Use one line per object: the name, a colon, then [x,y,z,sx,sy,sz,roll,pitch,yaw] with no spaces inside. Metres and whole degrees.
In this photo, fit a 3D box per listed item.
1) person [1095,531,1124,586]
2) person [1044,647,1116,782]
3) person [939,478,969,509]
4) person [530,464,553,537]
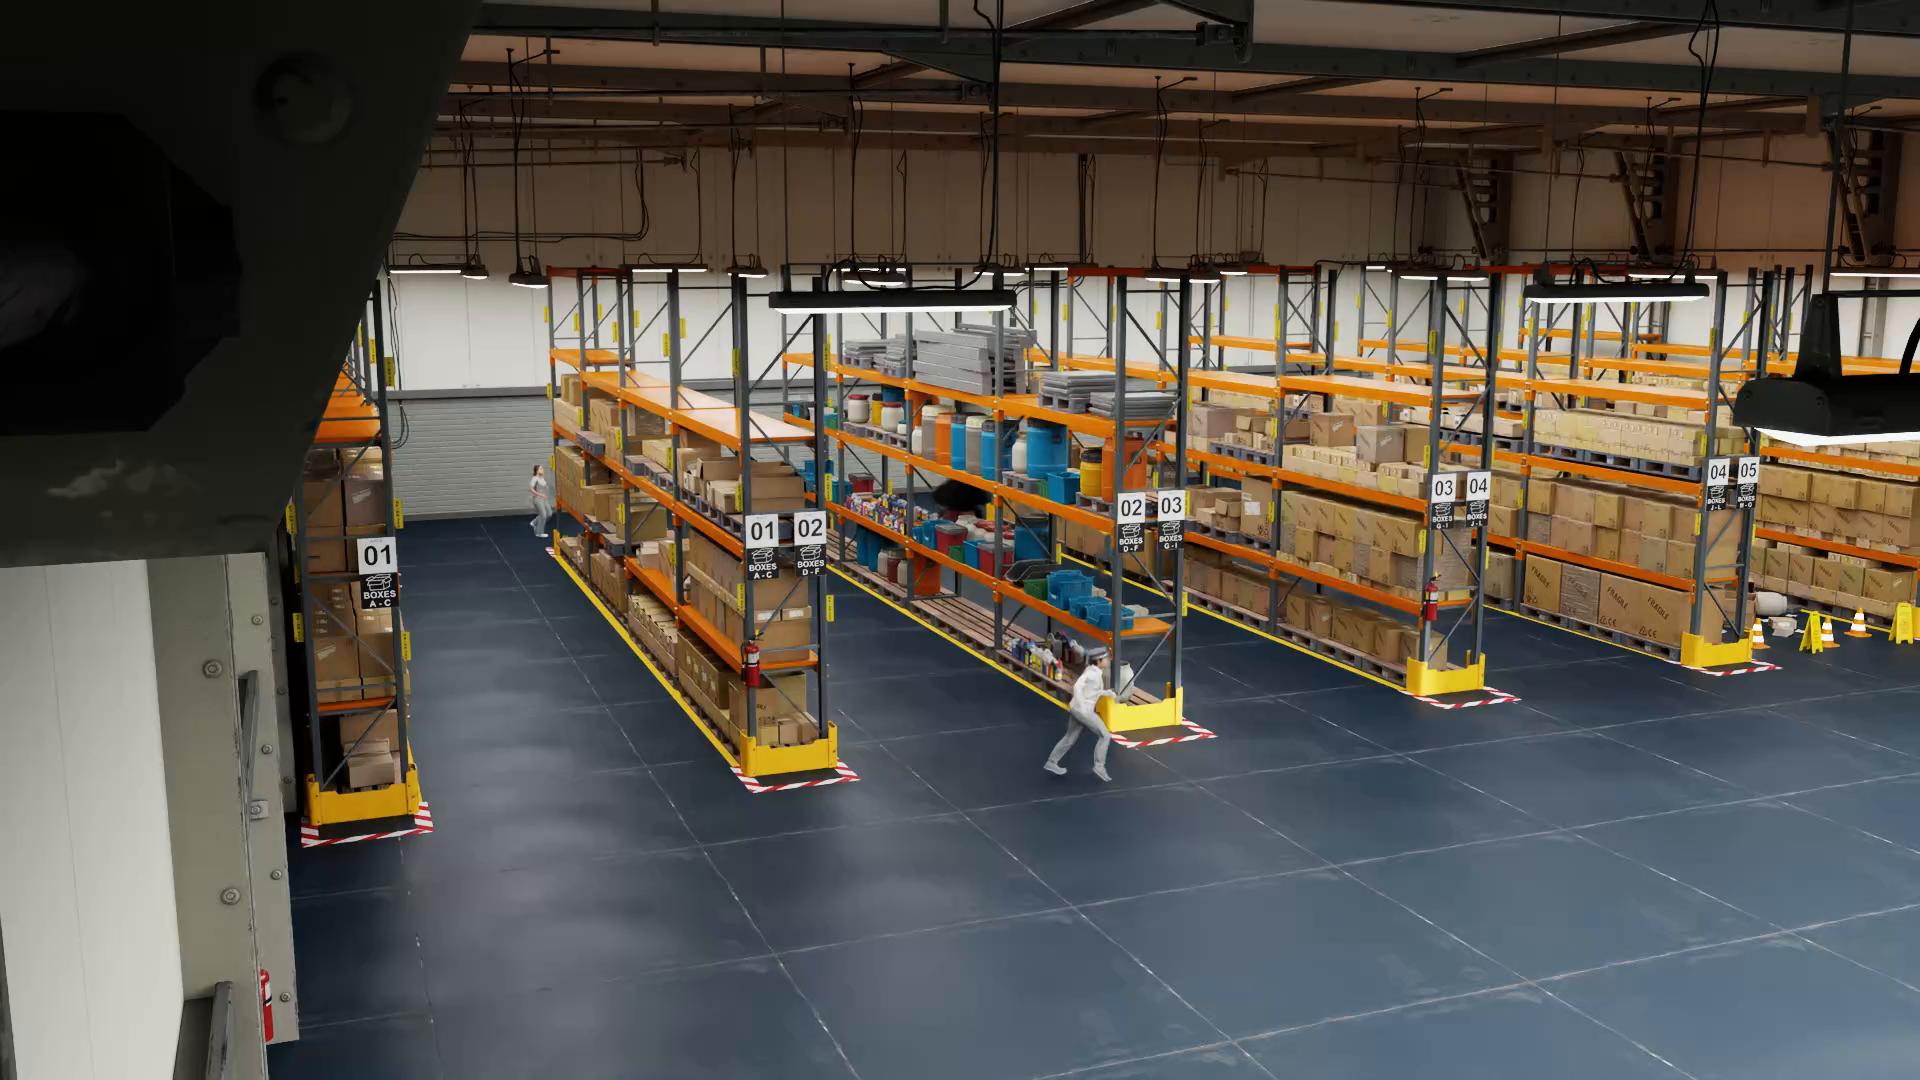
person: [2.794,-0.092,30.579,0.709,1.784,0.824,-5,11,-25]
person: [1.450,2.099,19.985,0.870,1.675,0.632,0,10,1]
person: [-0.109,-1.407,39.696,0.782,1.806,0.660,1,10,6]
person: [-9.350,-0.869,36.920,0.565,1.633,0.571,3,10,14]
